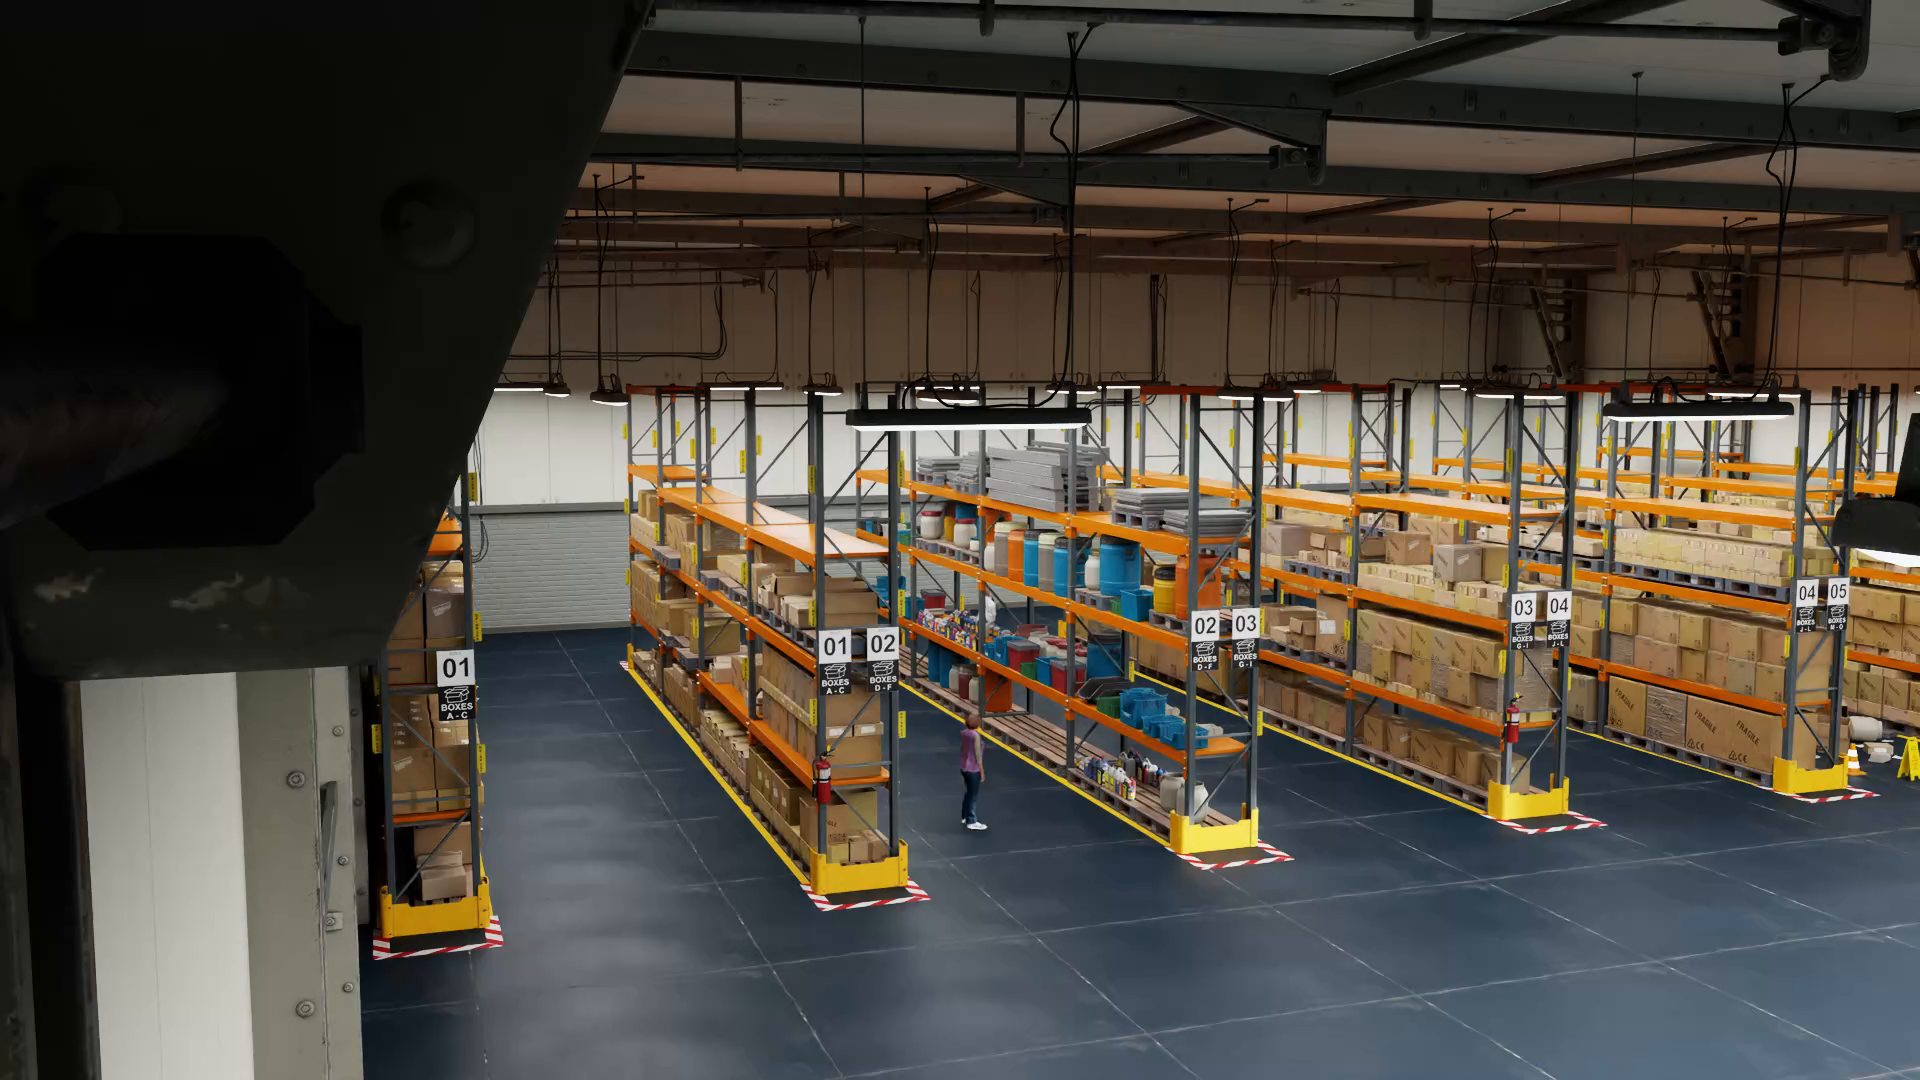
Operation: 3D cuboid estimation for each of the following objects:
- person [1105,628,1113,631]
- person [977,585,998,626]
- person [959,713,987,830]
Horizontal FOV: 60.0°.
[{"bbox_3d":[2.692,2.428,30.260,0.490,1.702,0.630,1,6,7],"label":"person"},{"bbox_3d":[0.552,1.781,35.721,0.439,1.681,0.549,3,7,27],"label":"person"},{"bbox_3d":[0.166,3.207,22.912,0.332,1.660,0.500,-3,7,-28],"label":"person"}]
